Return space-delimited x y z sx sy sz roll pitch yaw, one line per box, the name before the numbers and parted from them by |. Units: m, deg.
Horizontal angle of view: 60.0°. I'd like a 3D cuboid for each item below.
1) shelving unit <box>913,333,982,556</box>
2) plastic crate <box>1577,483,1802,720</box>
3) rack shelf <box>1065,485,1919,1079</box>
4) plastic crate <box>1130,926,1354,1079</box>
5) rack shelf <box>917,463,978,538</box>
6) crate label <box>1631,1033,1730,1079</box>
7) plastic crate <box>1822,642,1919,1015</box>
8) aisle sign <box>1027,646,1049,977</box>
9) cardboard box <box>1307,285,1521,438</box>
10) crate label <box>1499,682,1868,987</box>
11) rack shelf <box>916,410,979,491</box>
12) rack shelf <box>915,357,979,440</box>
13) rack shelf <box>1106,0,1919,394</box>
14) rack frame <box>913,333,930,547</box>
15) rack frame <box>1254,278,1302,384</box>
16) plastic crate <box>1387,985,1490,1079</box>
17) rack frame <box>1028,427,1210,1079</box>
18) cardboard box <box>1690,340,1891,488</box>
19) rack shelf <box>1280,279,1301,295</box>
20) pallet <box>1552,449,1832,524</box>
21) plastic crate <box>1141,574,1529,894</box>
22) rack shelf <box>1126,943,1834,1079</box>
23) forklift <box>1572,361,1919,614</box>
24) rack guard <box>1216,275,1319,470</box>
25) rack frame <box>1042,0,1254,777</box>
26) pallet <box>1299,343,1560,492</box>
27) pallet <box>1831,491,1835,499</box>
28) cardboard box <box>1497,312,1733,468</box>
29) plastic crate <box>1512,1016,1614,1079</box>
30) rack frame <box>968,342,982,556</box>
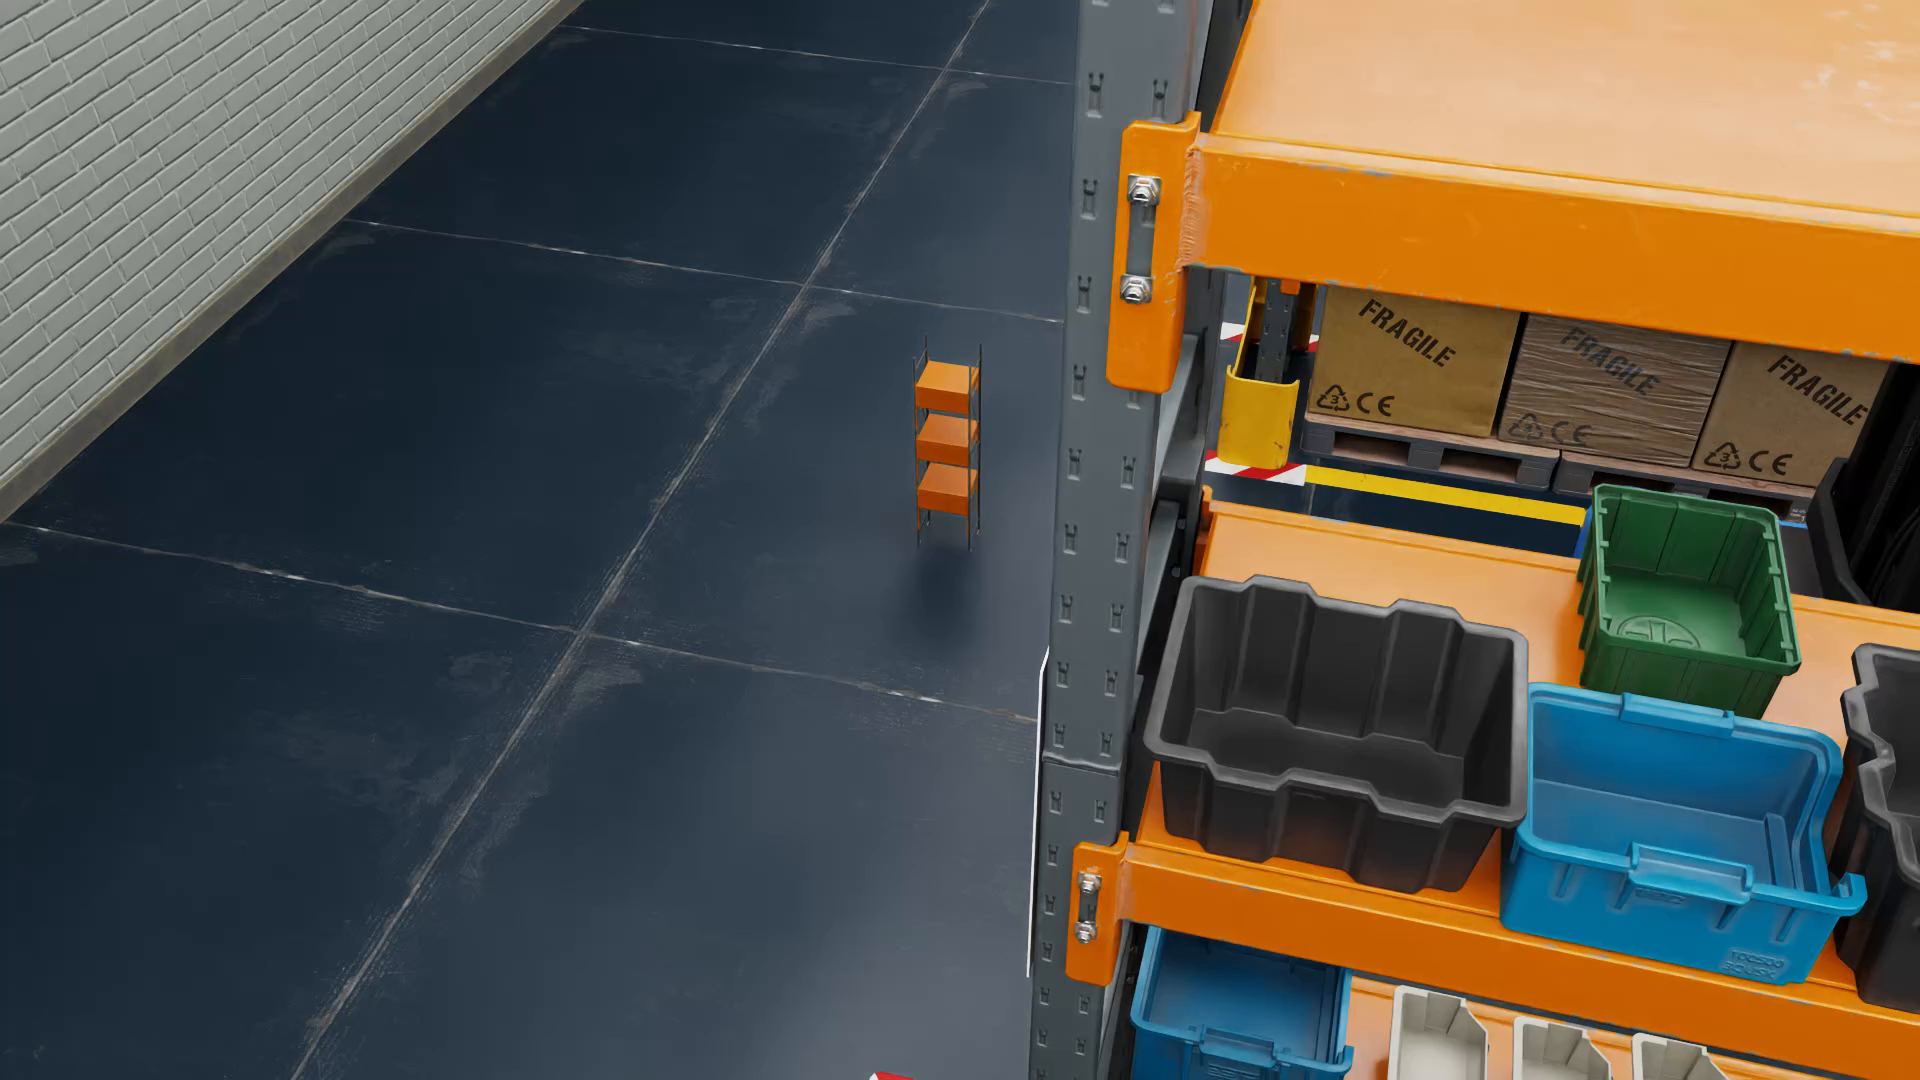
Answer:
shelving unit | -0.052 -0.411 7.448 0.252 1.050 0.215 10 41 11
plastic crate | 1.349 0.125 3.125 0.336 0.188 0.450 10 41 11
rack shelf | 2.255 0.666 2.877 4.000 0.370 1.077 10 41 11
plastic crate | 0.694 1.109 4.047 0.499 0.435 0.616 10 41 11
rack shelf | -0.052 -0.190 7.633 0.240 0.259 0.215 10 41 11
crate label | 1.709 1.396 3.939 0.243 0.136 0.396 10 41 11
plastic crate | 1.727 0.506 2.555 0.767 0.338 0.504 10 41 11
aisle sign | 0.176 0.383 2.964 0.004 0.787 0.394 10 41 11
cardboard box | 2.242 -1.161 8.150 0.875 0.875 0.875 10 41 11
crate label | 1.130 0.469 2.667 0.502 0.251 0.408 10 41 11
rack shelf | -0.052 -0.403 7.454 0.240 0.259 0.215 10 41 11
rack shelf | -0.052 -0.620 7.272 0.240 0.259 0.215 10 41 11
rack shelf | 2.255 -0.330 2.041 4.000 0.370 1.077 10 41 11
rack frame | -0.170 -0.431 7.472 0.008 1.050 0.200 10 41 11
rack frame | 1.603 -1.871 7.670 0.127 3.000 1.000 10 41 11
plastic crate | 1.157 1.307 4.044 0.243 0.136 0.396 10 41 11
rack frame | 0.323 1.206 4.006 0.127 3.000 1.000 10 41 11
cardboard box | 3.981 -0.862 7.794 0.875 0.875 0.875 10 41 11
rack shelf | 3.535 -1.263 7.505 4.000 0.370 1.077 10 41 11
pallet | 3.570 -0.514 8.223 1.213 0.211 1.003 10 41 11
plastic crate | 0.622 0.345 2.801 0.590 0.269 0.497 10 41 11
rack shelf | 2.255 1.814 3.841 4.000 0.370 1.077 10 41 11
forklift | 3.736 0.050 5.436 3.031 2.935 1.130 9 41 10
rack guard | 1.580 -0.918 8.478 0.348 0.500 1.175 10 41 11
rack frame | 0.323 -1.091 2.076 0.127 3.000 1.000 10 41 11
pallet | 2.395 -0.719 8.466 1.213 0.211 1.003 10 41 11
pallet | 4.753 -0.313 7.983 1.213 0.211 1.003 10 41 11
cardboard box | 3.121 -1.010 7.970 0.875 0.875 0.875 10 41 11
plastic crate | 1.433 1.365 3.976 0.243 0.136 0.396 10 41 11
rack frame | 0.066 -0.391 7.423 0.008 1.050 0.200 10 41 11
